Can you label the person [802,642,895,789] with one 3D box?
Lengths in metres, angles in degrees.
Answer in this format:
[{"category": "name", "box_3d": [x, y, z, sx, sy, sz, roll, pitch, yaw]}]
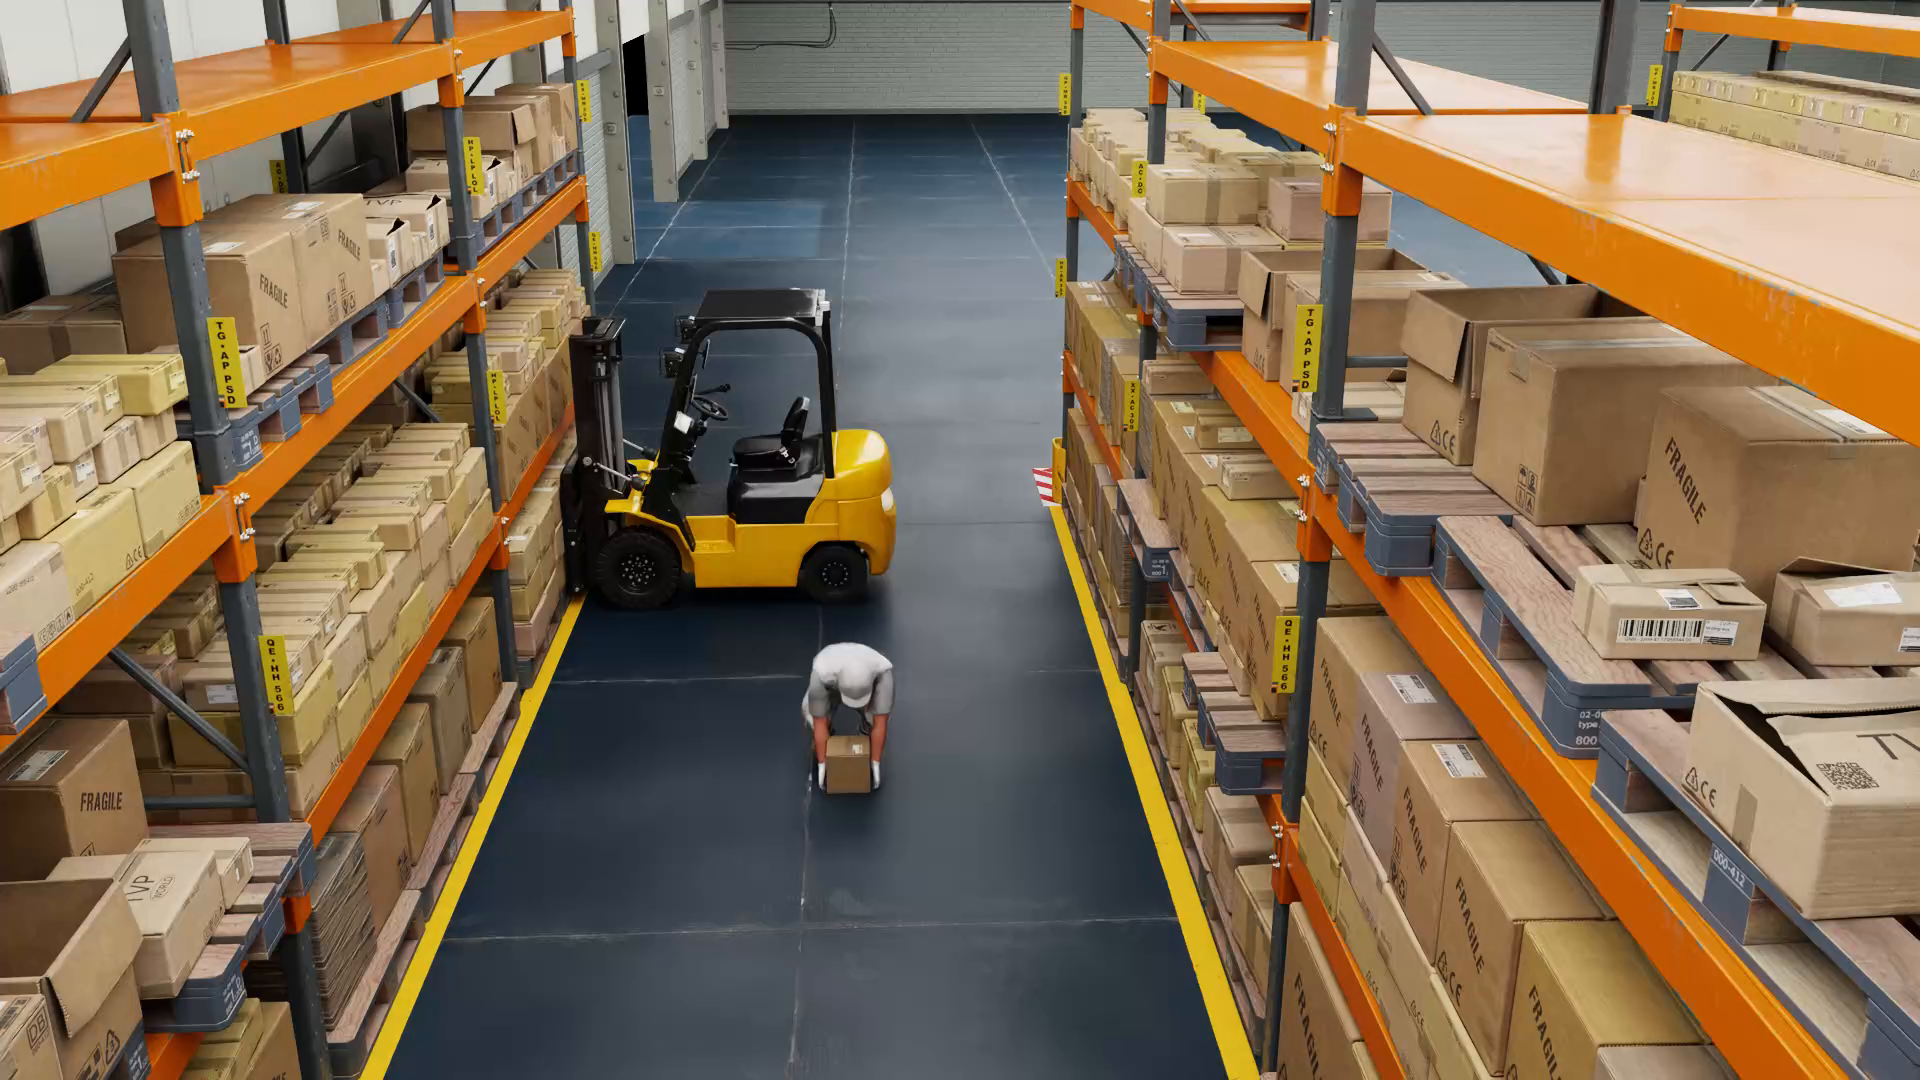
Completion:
[{"category": "person", "box_3d": [-0.666, 0.979, 9.898, 0.556, 0.878, 0.908, -1, 20, -3]}]
